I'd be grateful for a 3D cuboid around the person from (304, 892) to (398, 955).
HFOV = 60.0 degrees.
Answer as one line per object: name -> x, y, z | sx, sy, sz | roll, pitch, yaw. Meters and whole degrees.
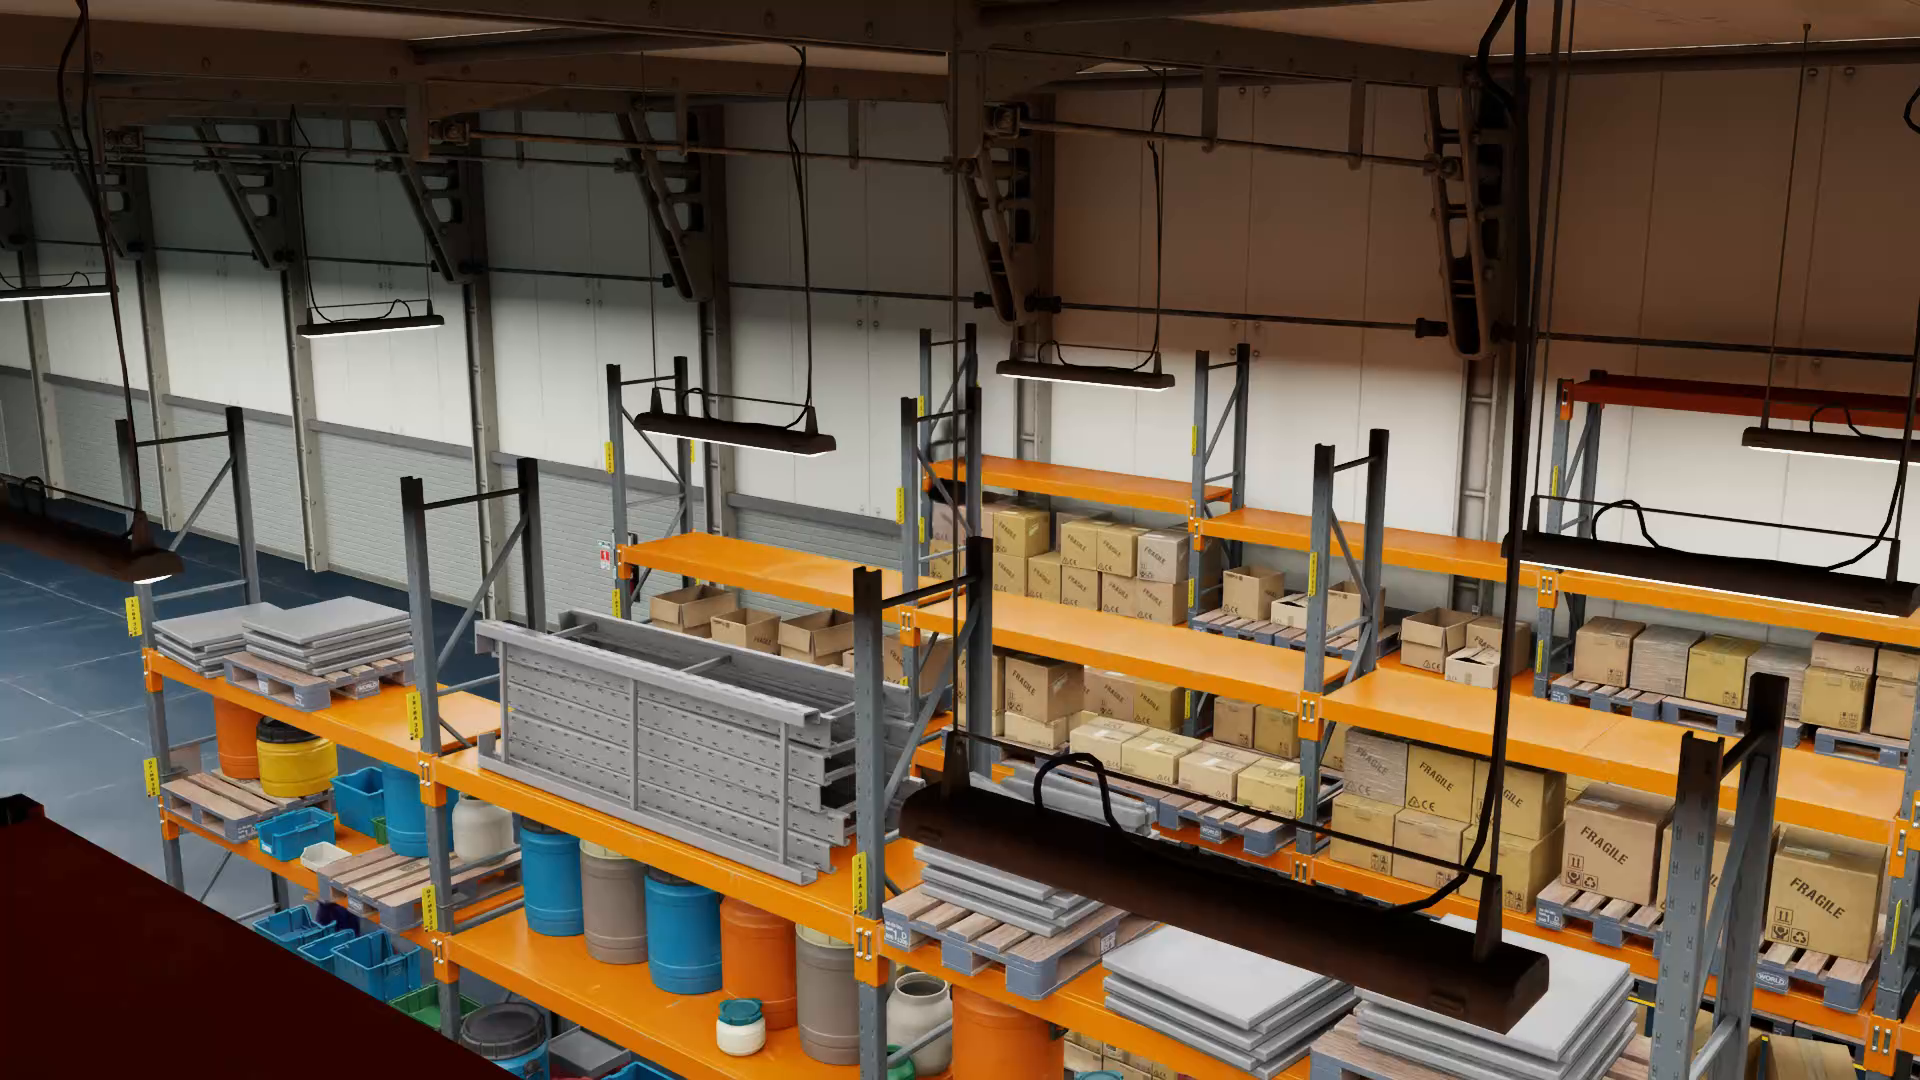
person -> -6.109, 3.643, 16.423 | 0.919, 1.661, 0.620 | -12, 17, -43
